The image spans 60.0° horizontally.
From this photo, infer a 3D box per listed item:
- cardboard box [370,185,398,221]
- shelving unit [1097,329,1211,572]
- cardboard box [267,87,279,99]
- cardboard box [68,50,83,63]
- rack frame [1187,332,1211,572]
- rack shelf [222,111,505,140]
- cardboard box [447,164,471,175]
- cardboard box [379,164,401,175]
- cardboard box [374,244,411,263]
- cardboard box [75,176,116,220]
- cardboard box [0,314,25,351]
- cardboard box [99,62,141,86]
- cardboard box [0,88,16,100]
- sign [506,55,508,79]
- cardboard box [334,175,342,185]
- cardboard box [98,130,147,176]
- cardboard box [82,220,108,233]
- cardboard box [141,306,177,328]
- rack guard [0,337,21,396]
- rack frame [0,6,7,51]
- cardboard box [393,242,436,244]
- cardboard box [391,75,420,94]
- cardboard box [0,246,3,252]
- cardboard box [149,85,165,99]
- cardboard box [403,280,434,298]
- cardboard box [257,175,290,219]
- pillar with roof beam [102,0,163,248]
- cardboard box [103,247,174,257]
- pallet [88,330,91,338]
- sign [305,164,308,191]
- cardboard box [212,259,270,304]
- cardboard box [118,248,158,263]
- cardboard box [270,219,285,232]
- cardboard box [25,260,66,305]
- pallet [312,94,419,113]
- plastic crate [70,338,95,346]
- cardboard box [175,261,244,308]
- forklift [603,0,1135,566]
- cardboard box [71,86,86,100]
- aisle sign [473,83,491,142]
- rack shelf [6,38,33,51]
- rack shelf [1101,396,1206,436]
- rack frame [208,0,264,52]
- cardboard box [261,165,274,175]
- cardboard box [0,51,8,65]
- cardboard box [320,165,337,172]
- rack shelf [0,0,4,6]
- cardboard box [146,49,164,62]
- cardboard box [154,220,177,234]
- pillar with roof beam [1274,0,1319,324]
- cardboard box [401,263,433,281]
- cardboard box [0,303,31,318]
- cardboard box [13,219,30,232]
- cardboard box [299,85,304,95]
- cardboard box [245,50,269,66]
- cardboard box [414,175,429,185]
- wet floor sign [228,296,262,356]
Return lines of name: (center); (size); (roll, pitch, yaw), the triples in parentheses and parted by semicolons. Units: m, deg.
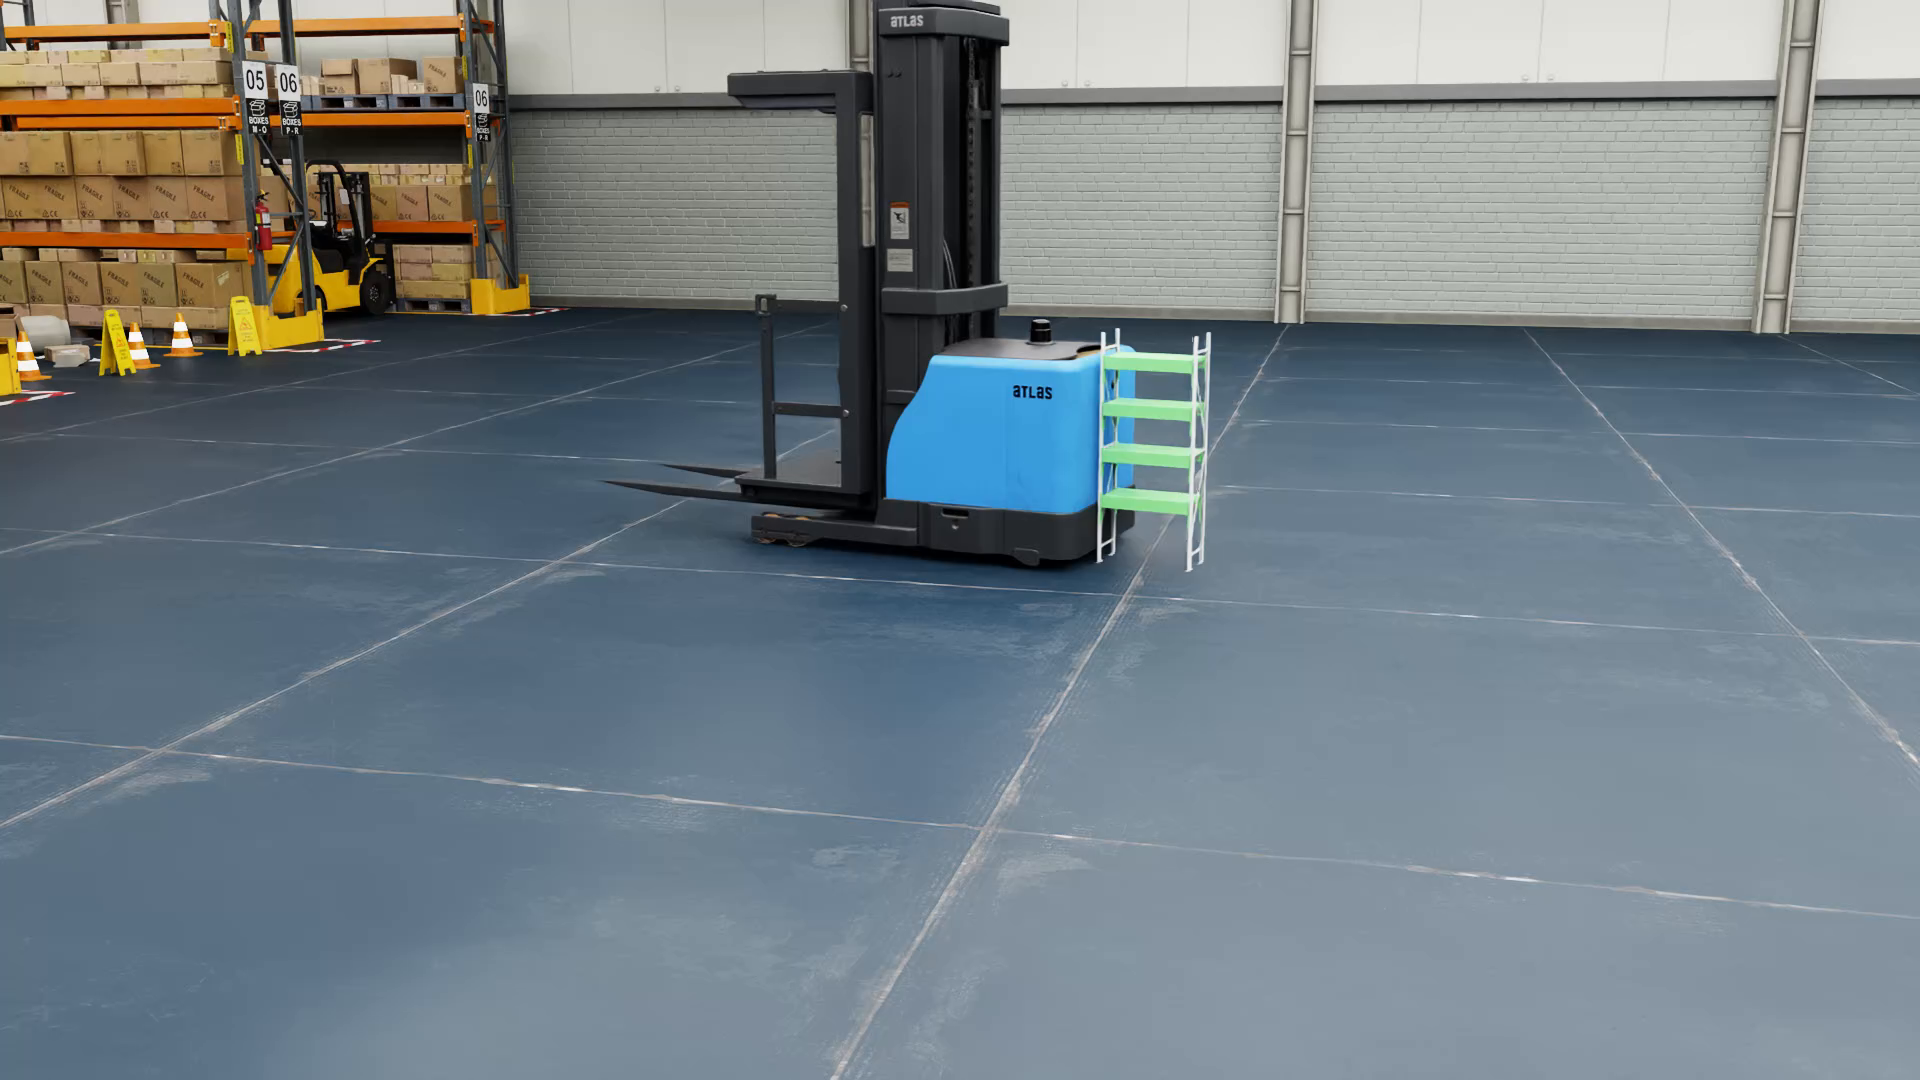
cardboard box: (-8.266, -4.888, 24.108); (0.500, 0.500, 0.500); (3, 13, 12)
shelving unit: (0.994, -0.467, 8.568); (0.503, 1.200, 0.258); (6, 14, 24)
cardboard box: (-8.156, -5.196, 19.385); (0.250, 0.149, 0.380); (3, 13, 14)
cardboard box: (-10.038, -5.560, 19.180); (0.250, 0.149, 0.380); (3, 13, 15)
rack frame: (1.216, -0.445, 8.469); (0.015, 1.200, 0.240); (6, 14, 24)
rack shelf: (-8.668, -6.030, 24.224); (4.000, 0.370, 1.077); (3, 13, 14)
cardboard box: (-7.124, -5.298, 23.774); (0.250, 0.149, 0.380); (3, 13, 14)
cardboard box: (-8.135, -5.331, 23.922); (0.250, 0.149, 0.380); (3, 13, 15)
cardboard box: (-8.237, -4.172, 24.181); (0.500, 0.250, 0.500); (3, 13, 14)
cardboard box: (-9.962, -4.017, 19.498); (0.500, 0.500, 0.500); (3, 13, 14)
cardboard box: (-10.223, -2.109, 17.579); (0.637, 0.503, 0.797); (-6, 14, -25)
cardboard box: (-9.466, -5.328, 19.056); (0.500, 0.250, 0.500); (3, 13, 15)
cardboard box: (-11.043, -5.236, 19.562); (0.250, 0.149, 0.380); (3, 13, 14)
sign: (-6.587, -6.859, 24.099); (0.005, 0.325, 0.100); (3, 13, 14)
cardboard box: (-8.866, -5.230, 24.153); (0.250, 0.149, 0.380); (3, 13, 12)
cardboard box: (-9.469, -4.465, 19.206); (0.500, 0.500, 0.700); (3, 13, 13)
cardboard box: (-10.075, -3.695, 19.542); (0.250, 0.149, 0.380); (3, 13, 13)
cardboard box: (-9.262, -2.646, 19.612); (0.500, 0.250, 0.500); (3, 13, 14)
rack guard: (-8.976, -1.501, 14.847); (0.348, 0.500, 1.175); (3, 13, 14)
rack frame: (-11.795, -6.906, 19.583); (0.127, 3.000, 1.000); (3, 13, 14)
cardboard box: (-8.116, -4.282, 24.679); (0.500, 0.250, 0.500); (3, 13, 13)
cardboard box: (-7.849, -6.458, 23.601); (0.258, 0.266, 0.396); (3, 13, 14)
cardboard box: (-15.033, -4.502, 25.904); (0.250, 0.149, 0.380); (2, 13, 11)
cardboard box: (-9.054, -5.125, 19.062); (0.250, 0.149, 0.380); (3, 13, 14)
cardboard box: (-7.738, -3.662, 24.191); (0.500, 0.250, 0.500); (3, 13, 14)
cardboard box: (-8.305, -4.046, 19.628); (0.500, 0.500, 0.500); (3, 13, 13)
pillar with roof beam: (-14.043, -7.374, 21.693); (0.400, 9.000, 9.100); (3, 13, 14)
cardboard box: (-12.601, -4.172, 25.624); (0.625, 0.625, 0.875); (3, 13, 11)
pallet: (-11.134, -2.588, 20.411); (1.213, 0.211, 1.003); (3, 13, 14)
sign: (-7.782, -4.306, 19.718); (0.005, 0.325, 0.100); (3, 13, 14)
cardboard box: (-8.652, -3.099, 19.924); (0.500, 0.500, 0.500); (3, 13, 12)
cardboard box: (-9.623, -3.334, 19.486); (0.250, 0.149, 0.380); (4, 13, 16)
cardboard box: (-8.192, -3.708, 19.600); (0.250, 0.149, 0.380); (3, 13, 14)
cardboard box: (-10.764, -3.093, 19.896); (0.500, 0.500, 0.500); (4, 13, 16)
pallet: (-8.594, -6.339, 24.161); (1.213, 0.211, 1.003); (3, 13, 14)
plastic crate: (-10.467, -2.298, 19.405); (0.583, 0.080, 0.402); (-1, 13, -6)
cardboard box: (-8.752, -2.985, 19.409); (0.500, 0.500, 0.500); (3, 13, 14)
forklift: (-0.588, -1.489, 9.180); (3.031, 2.935, 1.130); (6, 14, 24)
cardboard box: (-10.052, -5.170, 19.268); (0.250, 0.149, 0.380); (3, 13, 14)
aisle sign: (-6.732, -6.017, 23.427); (0.004, 0.787, 0.394); (3, 13, 14)
rack shelf: (-16.435, -7.714, 25.813); (4.000, 0.370, 1.077); (3, 13, 14)
rack shelf: (0.994, -0.639, 8.530); (0.480, 0.148, 0.258); (6, 14, 24)
rack frame: (-10.609, -7.950, 24.289); (0.127, 3.000, 1.000); (3, 13, 14)
cardboard box: (-10.091, -5.462, 24.511); (0.250, 0.149, 0.380); (3, 13, 14)
cardboard box: (-11.054, -5.600, 19.362); (0.250, 0.149, 0.380); (3, 13, 12)
cardboard box: (-9.101, -5.402, 24.243); (0.250, 0.149, 0.380); (3, 13, 13)
rack shelf: (-9.853, -6.449, 19.194); (4.000, 0.370, 1.077); (3, 13, 14)
cardboard box: (-9.038, -5.511, 18.960); (0.250, 0.149, 0.380); (3, 13, 14)
cardboard box: (-9.099, -3.636, 19.275); (0.250, 0.149, 0.380); (3, 13, 15)
pillar with roof beam: (3.433, -6.440, 17.483); (0.400, 9.000, 9.100); (3, 13, 14)
cardboard box: (-7.758, -3.908, 24.146); (0.500, 0.250, 0.500); (3, 13, 13)
cardboard box: (-11.287, -2.752, 20.091); (0.500, 0.250, 0.500); (2, 13, 11)
cardboard box: (-11.043, -3.761, 19.839); (0.250, 0.149, 0.380); (3, 13, 13)
cardboard box: (-9.500, -6.489, 24.012); (0.250, 0.149, 0.380); (3, 13, 15)
cardboard box: (-8.208, -5.562, 19.190); (0.250, 0.149, 0.380); (3, 13, 13)
cardboard box: (-7.622, -5.171, 23.888); (0.250, 0.149, 0.380); (3, 13, 15)
wet floor sign: (-7.983, -2.385, 18.494); (0.232, 0.644, 0.267); (8, 15, 33)
